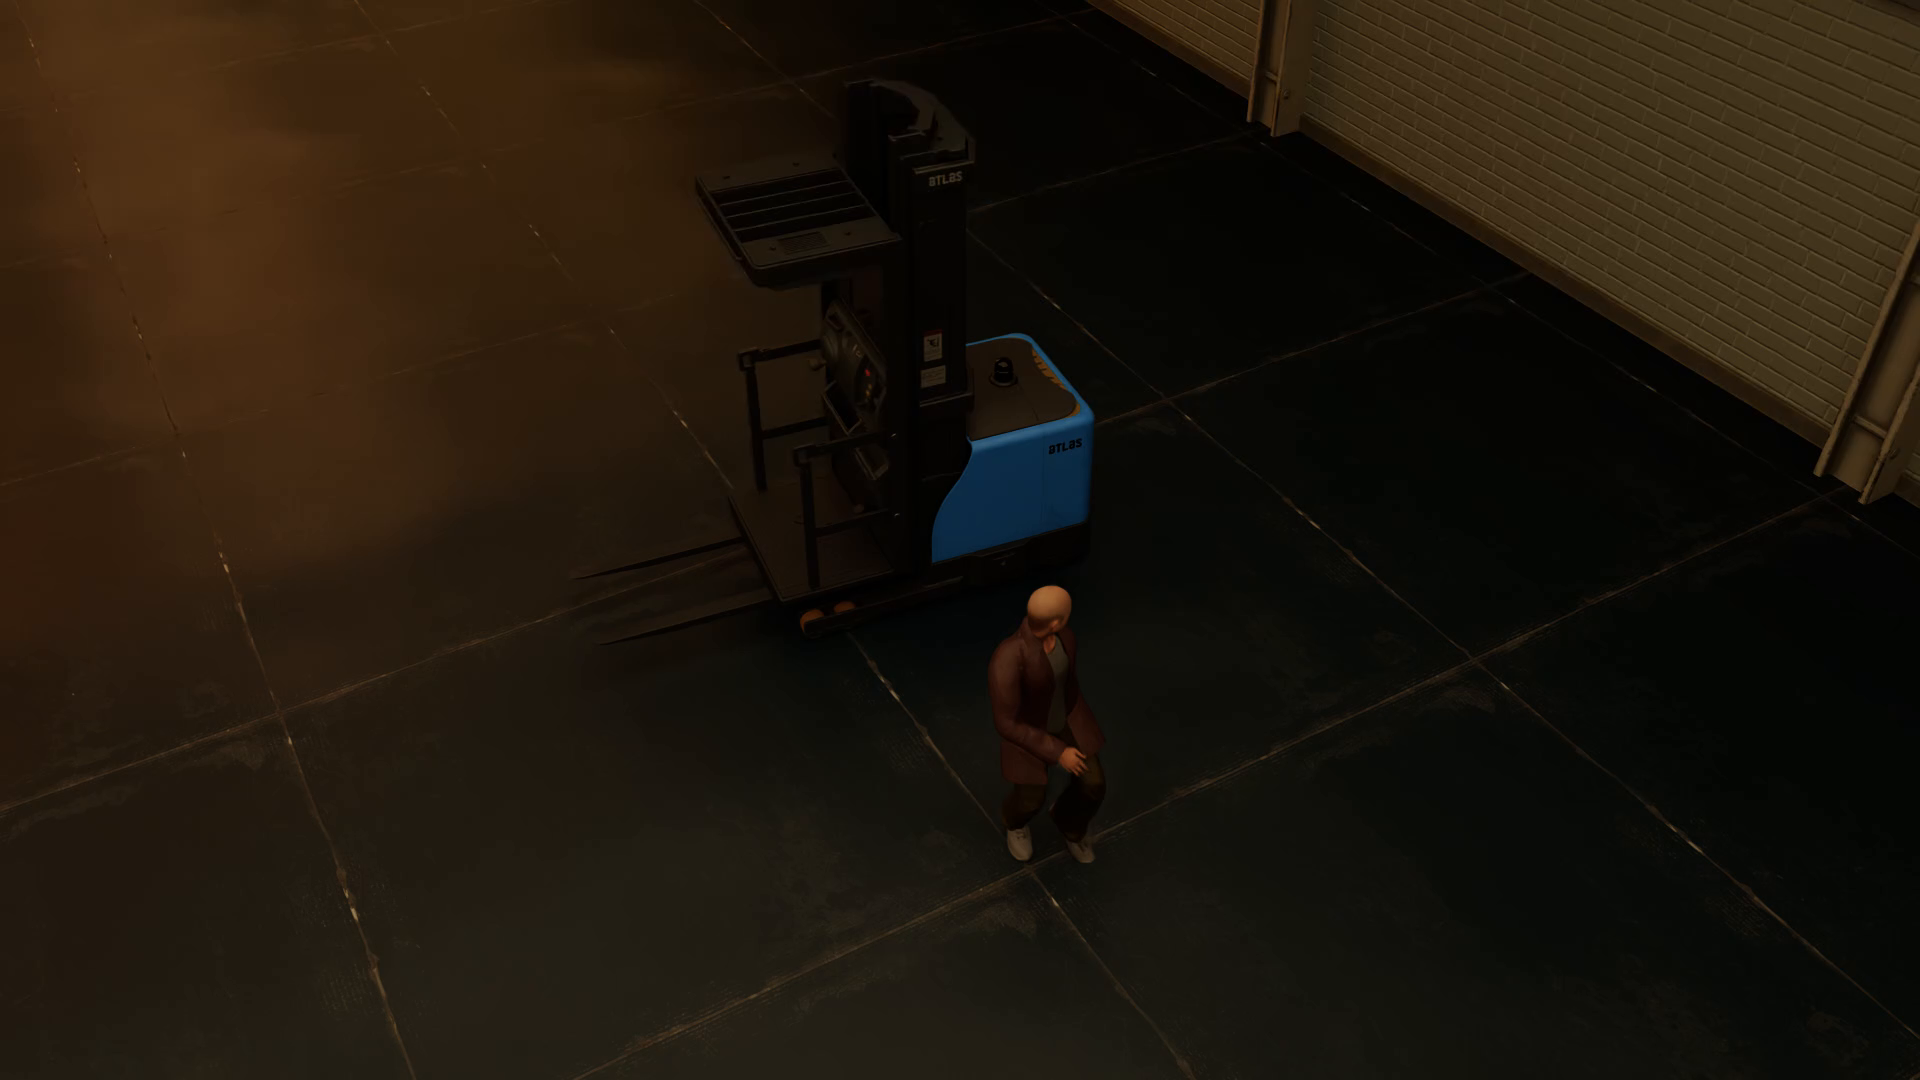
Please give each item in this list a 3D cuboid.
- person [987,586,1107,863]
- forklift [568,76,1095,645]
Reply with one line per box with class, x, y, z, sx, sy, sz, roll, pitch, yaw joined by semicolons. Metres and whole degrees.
person;0.400;0.881;7.975;0.728;1.763;0.799;-22;44;-24
forklift;-0.776;-0.944;9.174;3.031;2.935;1.130;-15;42;-17
